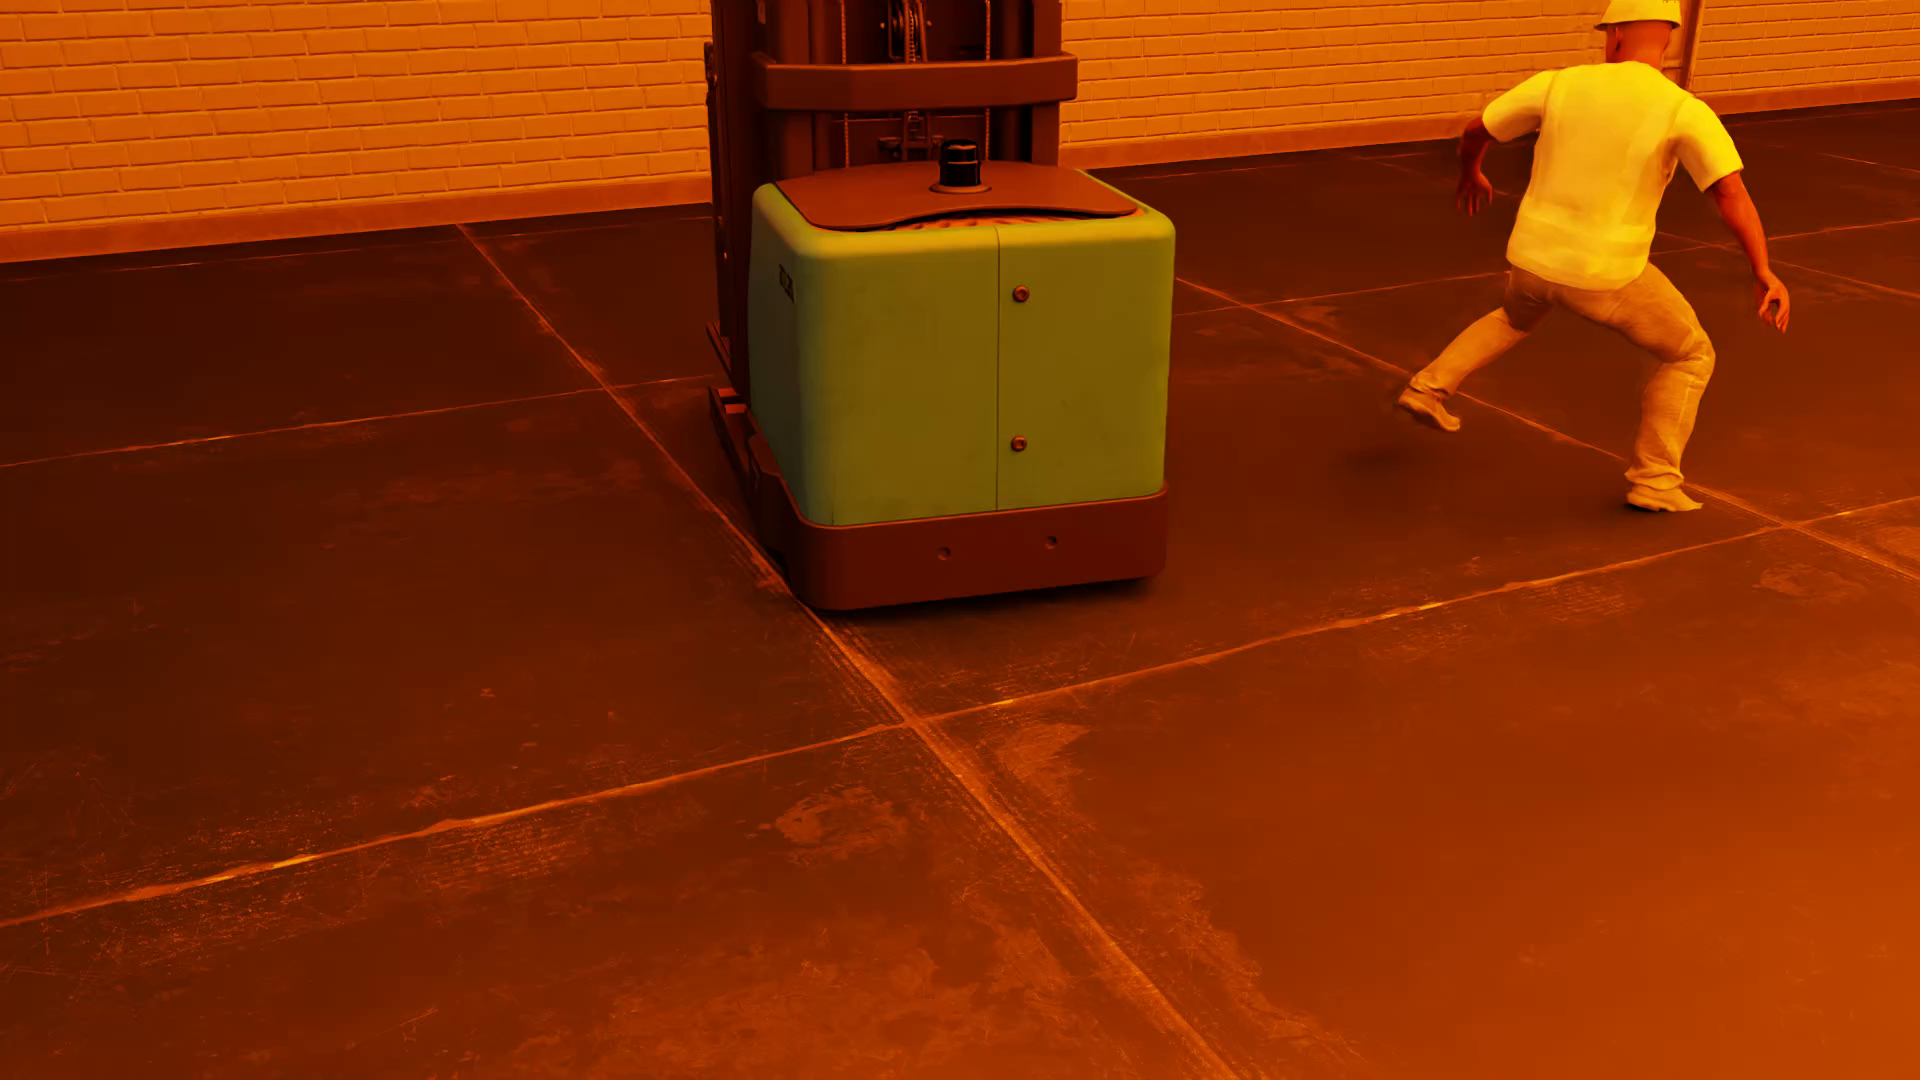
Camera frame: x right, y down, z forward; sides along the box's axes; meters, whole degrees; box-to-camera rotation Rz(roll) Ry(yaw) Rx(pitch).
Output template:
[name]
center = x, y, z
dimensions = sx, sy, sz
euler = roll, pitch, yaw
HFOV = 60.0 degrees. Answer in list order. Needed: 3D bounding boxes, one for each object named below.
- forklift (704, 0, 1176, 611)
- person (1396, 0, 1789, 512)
[forklift]
center = -0.287, -1.701, 5.380
dimensions = 1.130, 2.935, 3.031
euler = -6, 23, -14
[person]
center = 2.043, -0.886, 5.222
dimensions = 0.516, 1.654, 1.214
euler = -19, 29, -38
